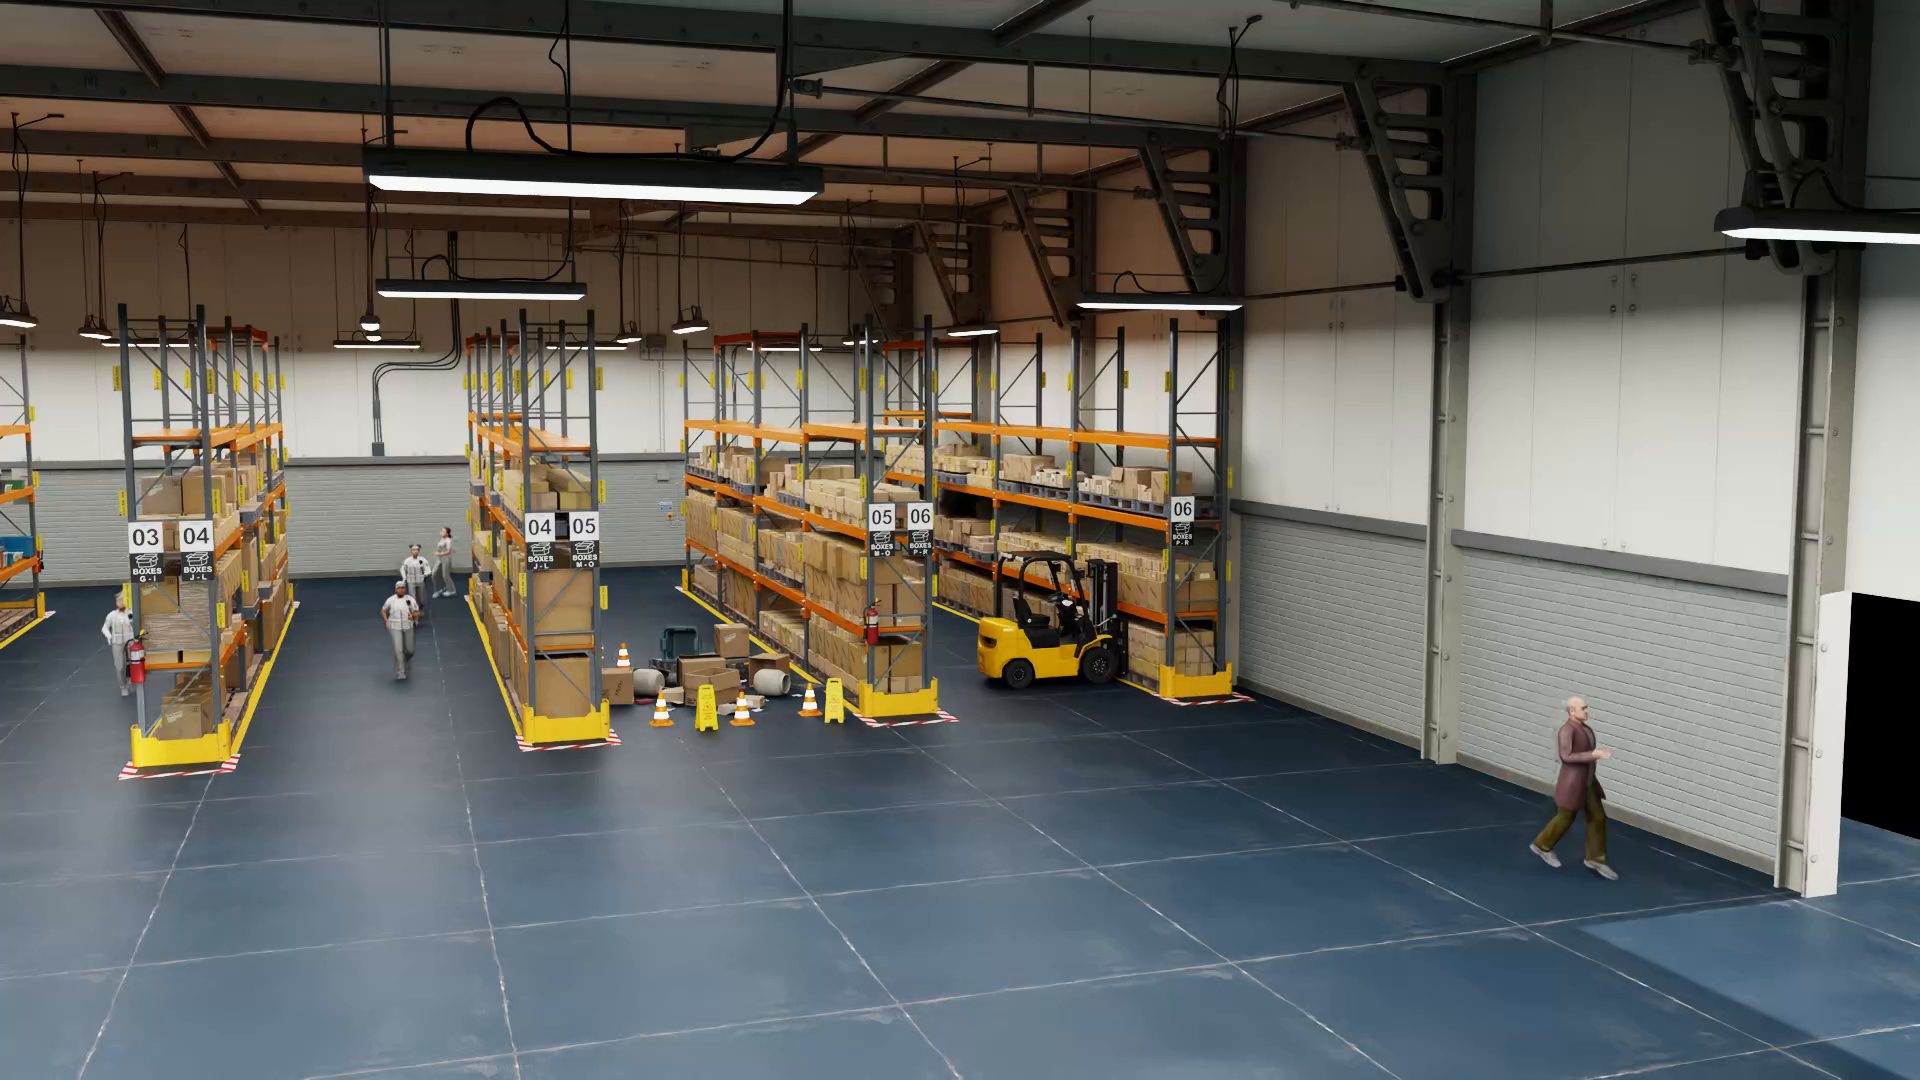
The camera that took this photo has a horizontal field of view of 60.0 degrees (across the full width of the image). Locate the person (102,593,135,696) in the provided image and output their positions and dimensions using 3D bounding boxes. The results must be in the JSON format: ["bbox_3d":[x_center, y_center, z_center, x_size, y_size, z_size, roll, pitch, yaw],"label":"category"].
[{"bbox_3d":[-13.401,1.655,26.641,0.614,1.647,0.560,-2,6,-24],"label":"person"}]

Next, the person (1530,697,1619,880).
[{"bbox_3d":[6.261,2.494,16.914,0.693,1.816,0.896,-5,7,-42],"label":"person"}]

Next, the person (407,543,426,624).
[{"bbox_3d":[-11.311,0.892,34.611,0.373,1.660,0.767,-2,6,-16],"label":"person"}]

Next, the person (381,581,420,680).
[{"bbox_3d":[-9.494,1.511,28.255,0.620,1.632,0.803,-2,6,-24],"label":"person"}]

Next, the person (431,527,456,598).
[{"bbox_3d":[-11.965,0.528,38.681,0.573,1.678,0.651,4,7,37],"label":"person"}]
